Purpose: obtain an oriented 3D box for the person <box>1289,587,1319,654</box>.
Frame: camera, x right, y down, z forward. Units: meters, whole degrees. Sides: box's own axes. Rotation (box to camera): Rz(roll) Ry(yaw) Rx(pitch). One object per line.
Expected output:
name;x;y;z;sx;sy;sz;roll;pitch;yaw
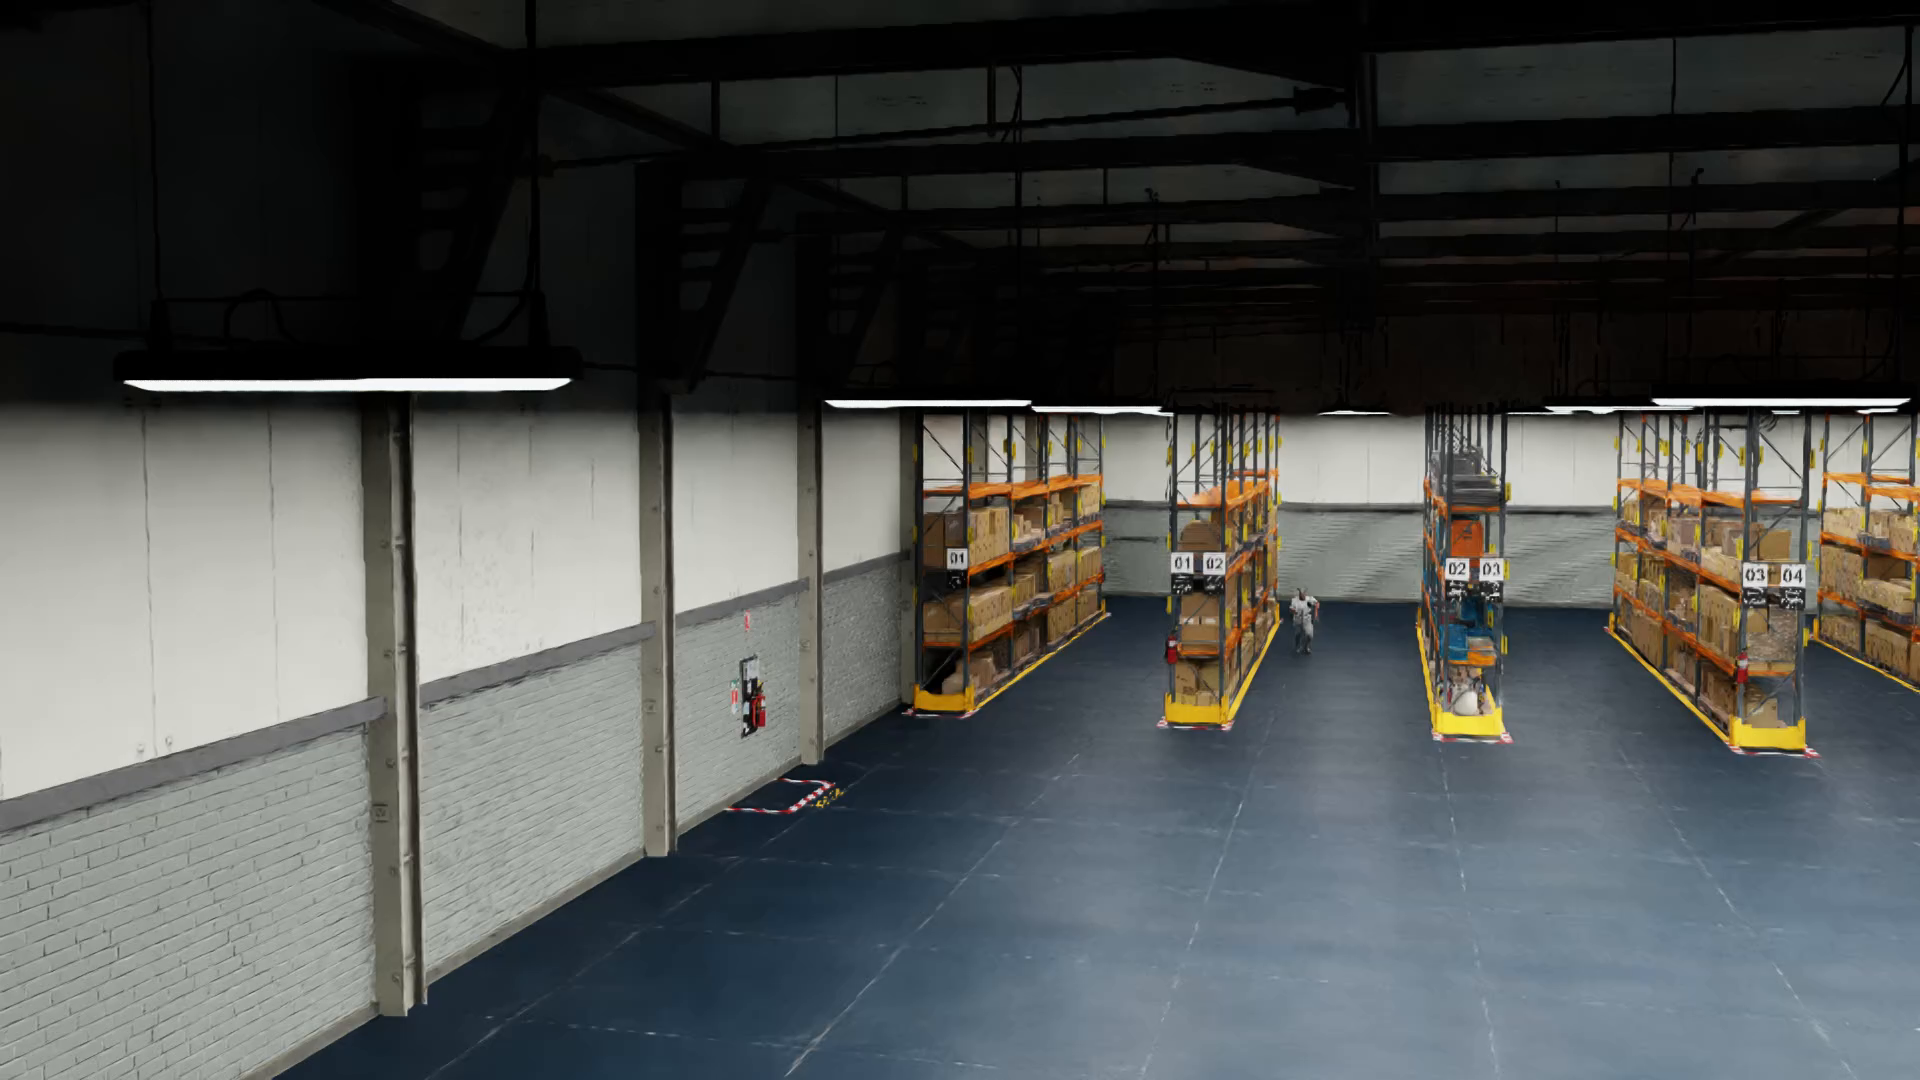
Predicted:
person;8.256;1.933;39.969;0.660;1.682;0.915;2;5;20
